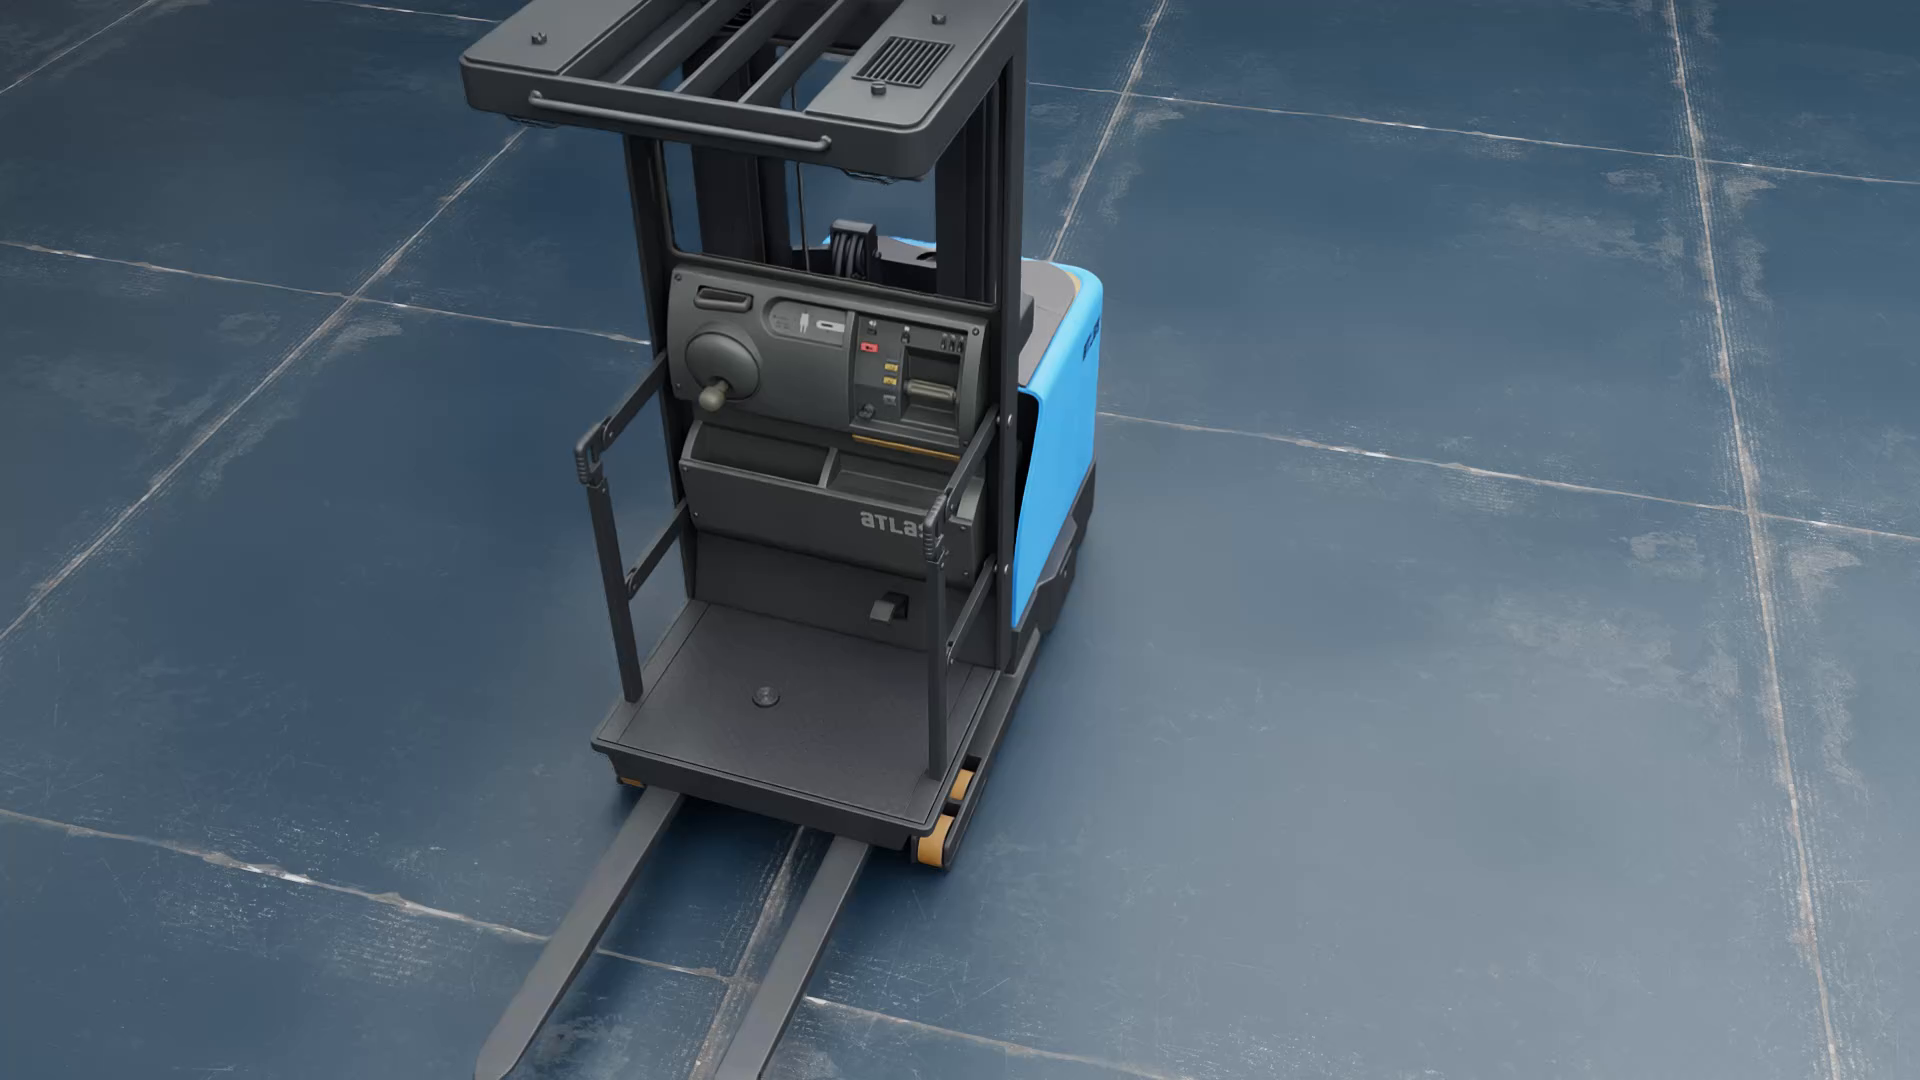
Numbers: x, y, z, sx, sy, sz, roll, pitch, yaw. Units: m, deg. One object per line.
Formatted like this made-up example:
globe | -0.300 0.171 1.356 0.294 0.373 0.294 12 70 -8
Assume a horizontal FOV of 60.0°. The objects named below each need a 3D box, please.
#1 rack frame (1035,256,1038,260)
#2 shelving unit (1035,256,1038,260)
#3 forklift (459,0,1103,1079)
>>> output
rack frame | 0.247 -0.623 6.293 0.006 0.900 0.240 11 41 13
shelving unit | 0.150 -0.643 6.316 0.210 0.900 0.258 11 41 13
forklift | -0.449 -0.425 4.477 1.130 2.935 3.031 12 42 14
